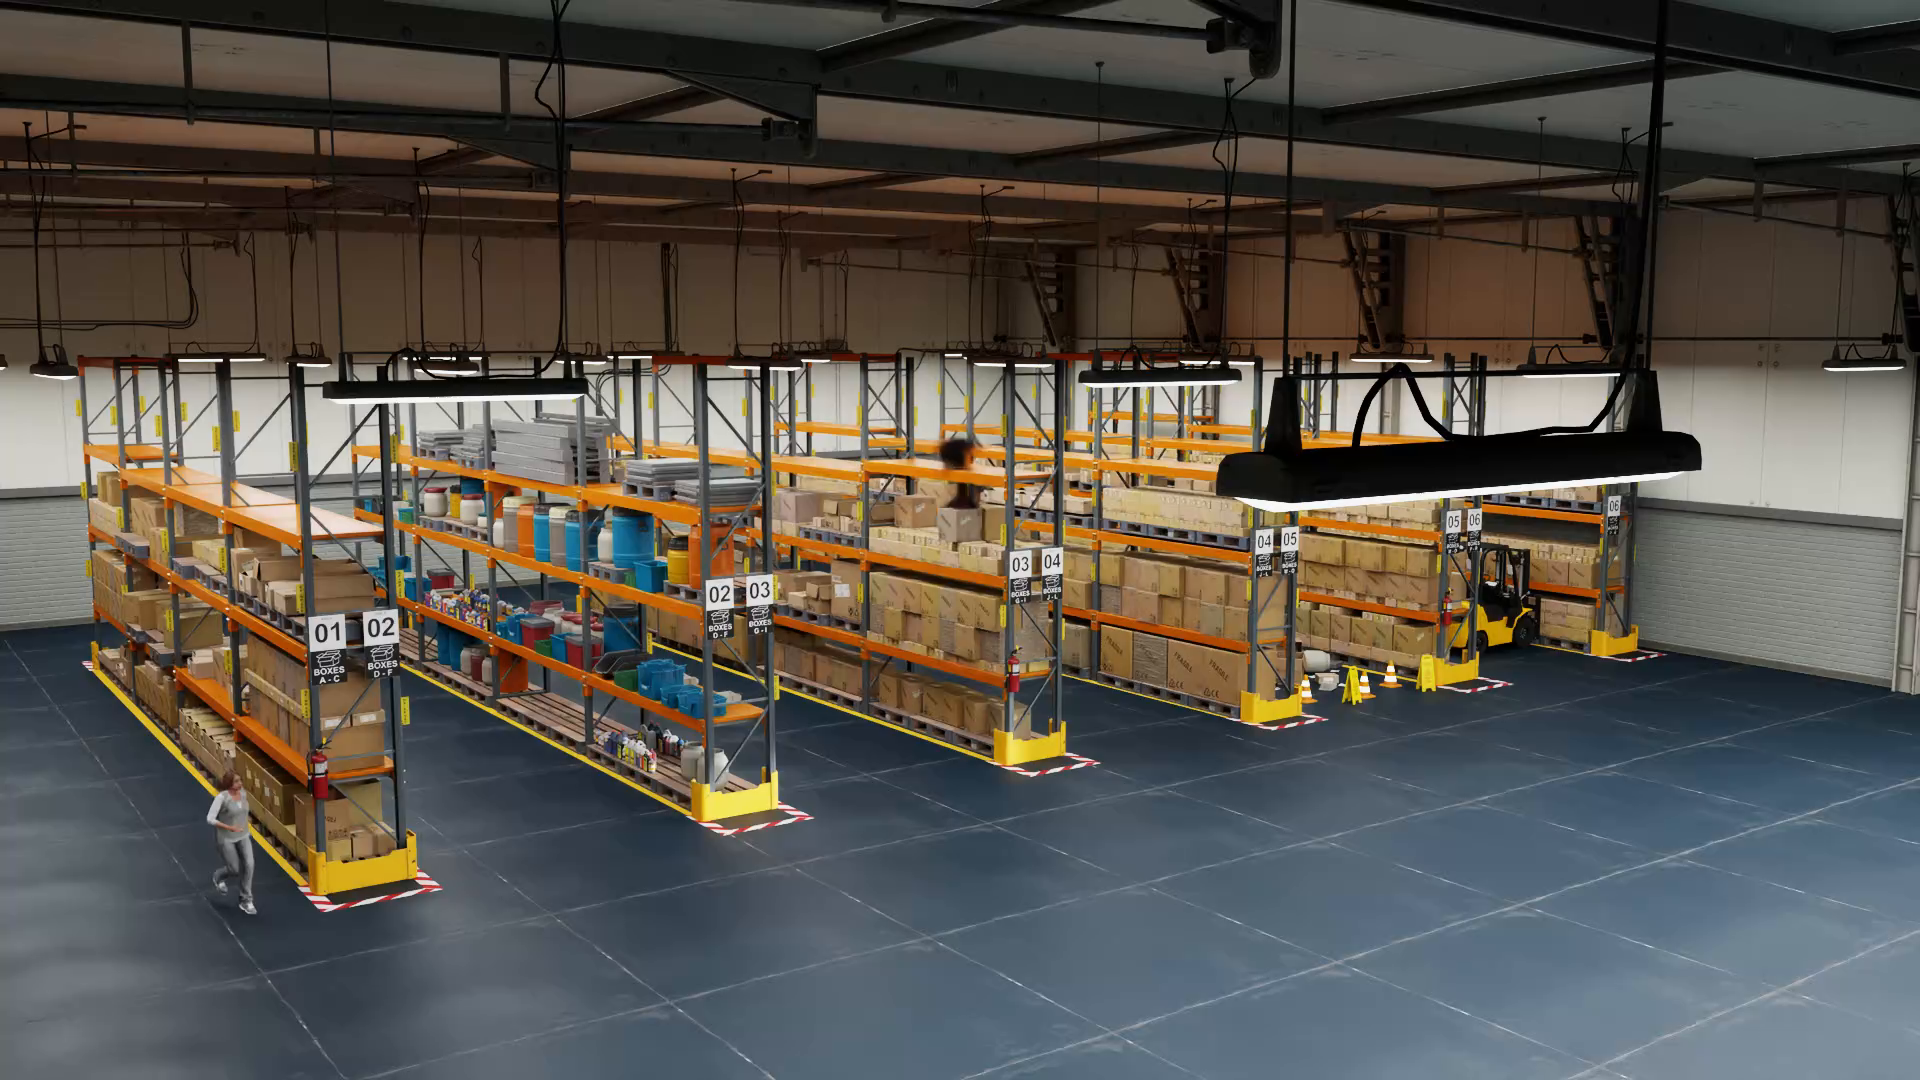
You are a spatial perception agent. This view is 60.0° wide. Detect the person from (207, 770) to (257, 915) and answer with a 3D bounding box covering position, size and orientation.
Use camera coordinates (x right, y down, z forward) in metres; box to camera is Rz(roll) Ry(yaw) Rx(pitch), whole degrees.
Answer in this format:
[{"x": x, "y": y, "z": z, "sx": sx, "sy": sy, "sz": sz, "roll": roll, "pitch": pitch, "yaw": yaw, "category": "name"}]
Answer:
[{"x": -8.096, "y": 3.333, "z": 18.473, "sx": 0.753, "sy": 1.603, "sz": 0.568, "roll": 5, "pitch": 9, "yaw": 36, "category": "person"}]
